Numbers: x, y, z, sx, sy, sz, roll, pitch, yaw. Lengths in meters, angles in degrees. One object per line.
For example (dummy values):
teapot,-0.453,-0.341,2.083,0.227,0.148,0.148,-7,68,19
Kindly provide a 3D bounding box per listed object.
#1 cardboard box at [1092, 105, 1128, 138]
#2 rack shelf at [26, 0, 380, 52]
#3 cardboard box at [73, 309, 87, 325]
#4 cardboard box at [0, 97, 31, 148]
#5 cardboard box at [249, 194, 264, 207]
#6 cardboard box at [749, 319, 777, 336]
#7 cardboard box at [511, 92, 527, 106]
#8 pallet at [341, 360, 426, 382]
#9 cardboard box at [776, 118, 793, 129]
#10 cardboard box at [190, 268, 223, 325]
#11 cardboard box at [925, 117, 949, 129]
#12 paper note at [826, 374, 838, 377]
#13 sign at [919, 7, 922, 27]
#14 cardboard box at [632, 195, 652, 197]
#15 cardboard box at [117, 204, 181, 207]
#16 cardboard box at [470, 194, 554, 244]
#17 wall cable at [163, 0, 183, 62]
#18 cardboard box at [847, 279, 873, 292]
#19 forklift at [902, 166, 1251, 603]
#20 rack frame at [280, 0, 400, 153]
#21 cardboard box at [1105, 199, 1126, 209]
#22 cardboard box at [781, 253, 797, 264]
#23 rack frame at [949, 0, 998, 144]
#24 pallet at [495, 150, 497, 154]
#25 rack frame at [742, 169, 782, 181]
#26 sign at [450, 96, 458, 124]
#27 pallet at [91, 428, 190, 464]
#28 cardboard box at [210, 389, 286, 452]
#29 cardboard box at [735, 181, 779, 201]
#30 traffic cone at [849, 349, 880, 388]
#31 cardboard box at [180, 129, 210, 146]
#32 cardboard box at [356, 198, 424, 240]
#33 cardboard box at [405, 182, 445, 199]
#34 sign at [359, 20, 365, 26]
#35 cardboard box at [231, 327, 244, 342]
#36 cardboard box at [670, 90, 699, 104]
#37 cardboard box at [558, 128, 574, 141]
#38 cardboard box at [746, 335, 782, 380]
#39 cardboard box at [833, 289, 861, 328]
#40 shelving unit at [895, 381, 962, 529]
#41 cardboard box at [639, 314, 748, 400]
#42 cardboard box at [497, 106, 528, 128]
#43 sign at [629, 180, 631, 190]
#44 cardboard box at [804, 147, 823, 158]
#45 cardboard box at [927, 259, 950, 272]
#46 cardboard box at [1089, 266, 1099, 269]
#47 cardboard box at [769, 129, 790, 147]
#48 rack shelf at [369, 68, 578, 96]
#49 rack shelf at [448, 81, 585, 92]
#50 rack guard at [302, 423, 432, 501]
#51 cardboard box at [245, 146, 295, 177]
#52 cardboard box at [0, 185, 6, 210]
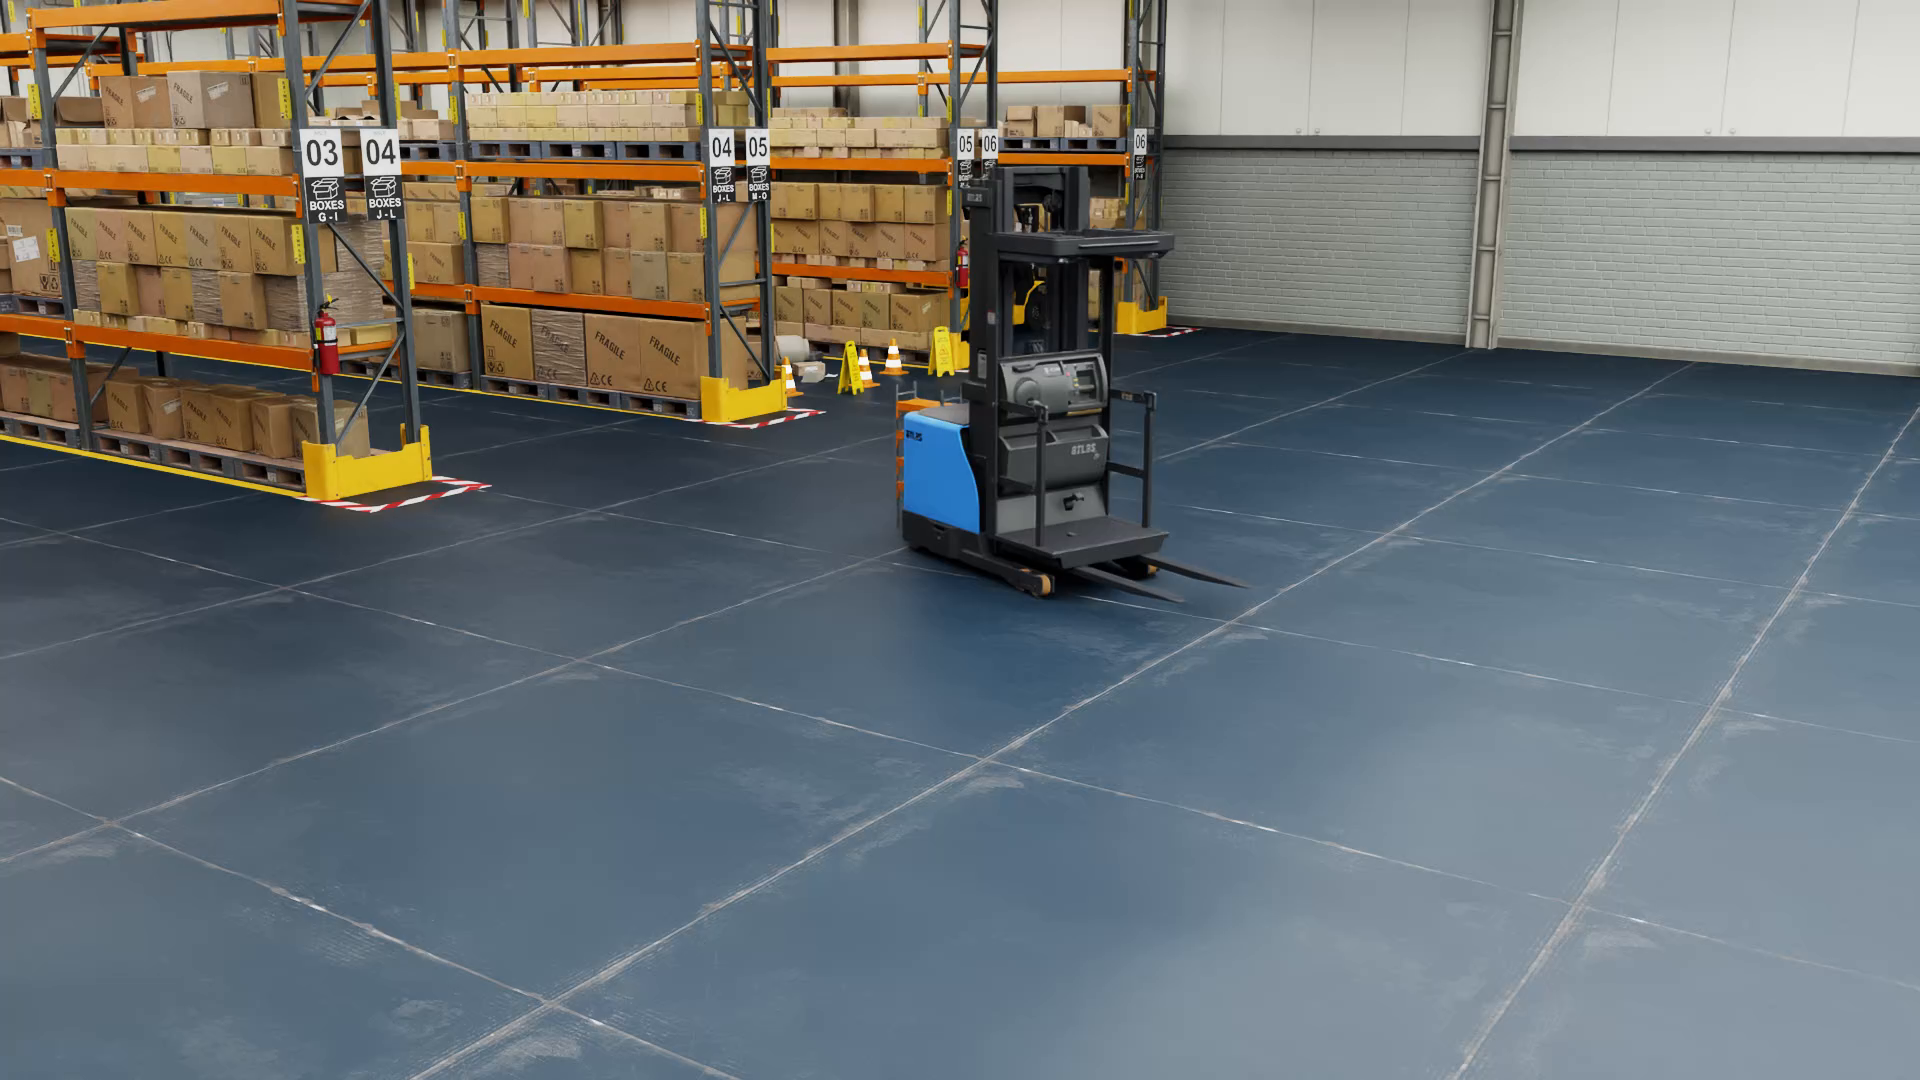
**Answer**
cardboard box,2.450,-6.662,26.460,0.500,0.500,0.500,10,17,35
rack shelf,-7.004,-4.758,15.319,4.000,0.370,1.077,9,17,33
cardboard box,-8.653,-2.254,16.708,0.250,0.149,0.380,9,17,33
cardboard box,-9.781,-4.383,17.457,0.637,0.503,0.797,10,17,35
cardboard box,-12.851,-6.462,30.898,0.500,0.500,0.500,9,16,32
cardboard box,-2.794,-3.177,24.761,0.500,0.250,0.500,8,16,30
cardboard box,-5.066,-5.195,19.605,0.250,0.149,0.380,9,16,32
pallet,-7.510,-2.338,22.329,1.213,0.211,1.003,9,17,33
cardboard box,-2.404,-5.947,23.727,0.250,0.149,0.380,9,17,32
cardboard box,-6.658,-2.319,15.622,0.500,0.500,0.875,9,17,33
cardboard box,-0.259,-5.612,22.371,0.250,0.149,0.380,9,17,33
paper note,-1.709,-2.193,22.117,0.142,0.019,0.148,3,14,14
sign,-0.659,-8.725,27.732,0.005,0.325,0.100,9,17,33
cardboard box,-5.065,-5.233,26.521,0.500,0.500,0.500,8,16,29
cardboard box,-8.137,-3.137,16.846,0.500,0.500,0.500,9,17,33
cardboard box,-5.525,-3.981,20.601,0.550,0.550,0.875,9,17,33
wall cable,-15.959,-10.387,36.476,0.133,3.039,2.988,9,17,33
cardboard box,-1.391,-3.613,23.615,0.250,0.149,0.380,10,17,35
forklift,0.809,-1.149,11.866,1.130,2.935,3.031,-10,17,-34
rack frame,-5.344,-4.840,14.148,0.127,3.000,1.000,9,17,33
cardboard box,2.539,-5.408,26.750,0.250,0.149,0.380,9,17,33
cardboard box,-2.389,-4.119,24.243,0.250,0.149,0.380,10,17,35
rack frame,0.186,-6.816,22.131,0.127,3.000,1.000,9,17,33
pallet,-7.016,-6.417,27.154,1.003,0.211,1.213,10,17,35
rack frame,-3.685,-5.967,31.186,0.127,3.000,1.000,9,17,33
sign,-6.106,-5.190,20.074,0.005,0.325,0.100,9,17,33
pallet,-8.087,-1.028,17.036,1.213,0.211,1.003,9,17,33
cardboard box,-6.877,-1.167,16.122,0.500,0.500,0.500,11,18,38
cardboard box,-2.889,-5.016,24.438,0.500,0.500,0.700,9,17,32
traffic cone,-1.228,-2.206,21.272,0.334,0.463,0.336,9,17,33
cardboard box,-6.825,-3.656,15.089,0.250,0.149,0.380,8,16,30
cardboard box,-7.492,-4.244,21.935,0.500,0.500,0.700,9,17,32
cardboard box,-9.129,-5.868,28.497,0.500,0.500,0.500,9,17,32
sign,-10.101,-8.848,28.067,0.005,0.325,0.100,9,17,33
cardboard box,-6.523,-1.938,15.434,0.250,0.149,0.380,9,17,33
cardboard box,-2.961,-4.855,18.230,0.250,0.149,0.380,9,17,33
cardboard box,-4.437,-4.706,19.289,0.250,0.149,0.380,9,17,34
cardboard box,-2.684,-2.423,22.064,0.637,0.503,0.797,-1,14,-6
cardboard box,-1.474,-3.331,23.824,0.500,0.500,0.500,9,16,32
shelving unit,-0.254,-0.657,13.480,0.503,1.200,0.258,12,18,39
cardboard box,-3.092,-2.154,19.329,0.875,0.875,0.875,9,17,33
cardboard box,-5.142,-5.031,19.774,0.500,0.250,0.500,9,17,32
sign,-6.697,-7.177,33.662,0.005,0.325,0.100,9,17,33
cardboard box,-1.990,-5.493,23.553,0.250,0.149,0.380,9,16,32
cardboard box,-0.243,-3.790,22.912,0.250,0.149,0.380,10,17,35
cardboard box,2.244,-4.417,27.692,0.500,0.250,0.500,9,17,33
cardboard box,-2.487,-5.787,23.909,0.500,0.250,0.500,9,17,32
rack shelf,-8.111,-7.614,27.683,4.000,0.370,1.077,9,17,33
rack shelf,-8.663,-9.333,33.802,4.000,0.370,1.077,9,17,33
rack guard,-5.408,-0.725,15.211,0.348,0.500,1.175,9,17,33
cardboard box,-5.886,-3.325,14.584,0.500,0.250,0.500,10,17,34
cardboard box,-15.122,-5.548,26.585,0.500,0.500,0.500,10,17,34
